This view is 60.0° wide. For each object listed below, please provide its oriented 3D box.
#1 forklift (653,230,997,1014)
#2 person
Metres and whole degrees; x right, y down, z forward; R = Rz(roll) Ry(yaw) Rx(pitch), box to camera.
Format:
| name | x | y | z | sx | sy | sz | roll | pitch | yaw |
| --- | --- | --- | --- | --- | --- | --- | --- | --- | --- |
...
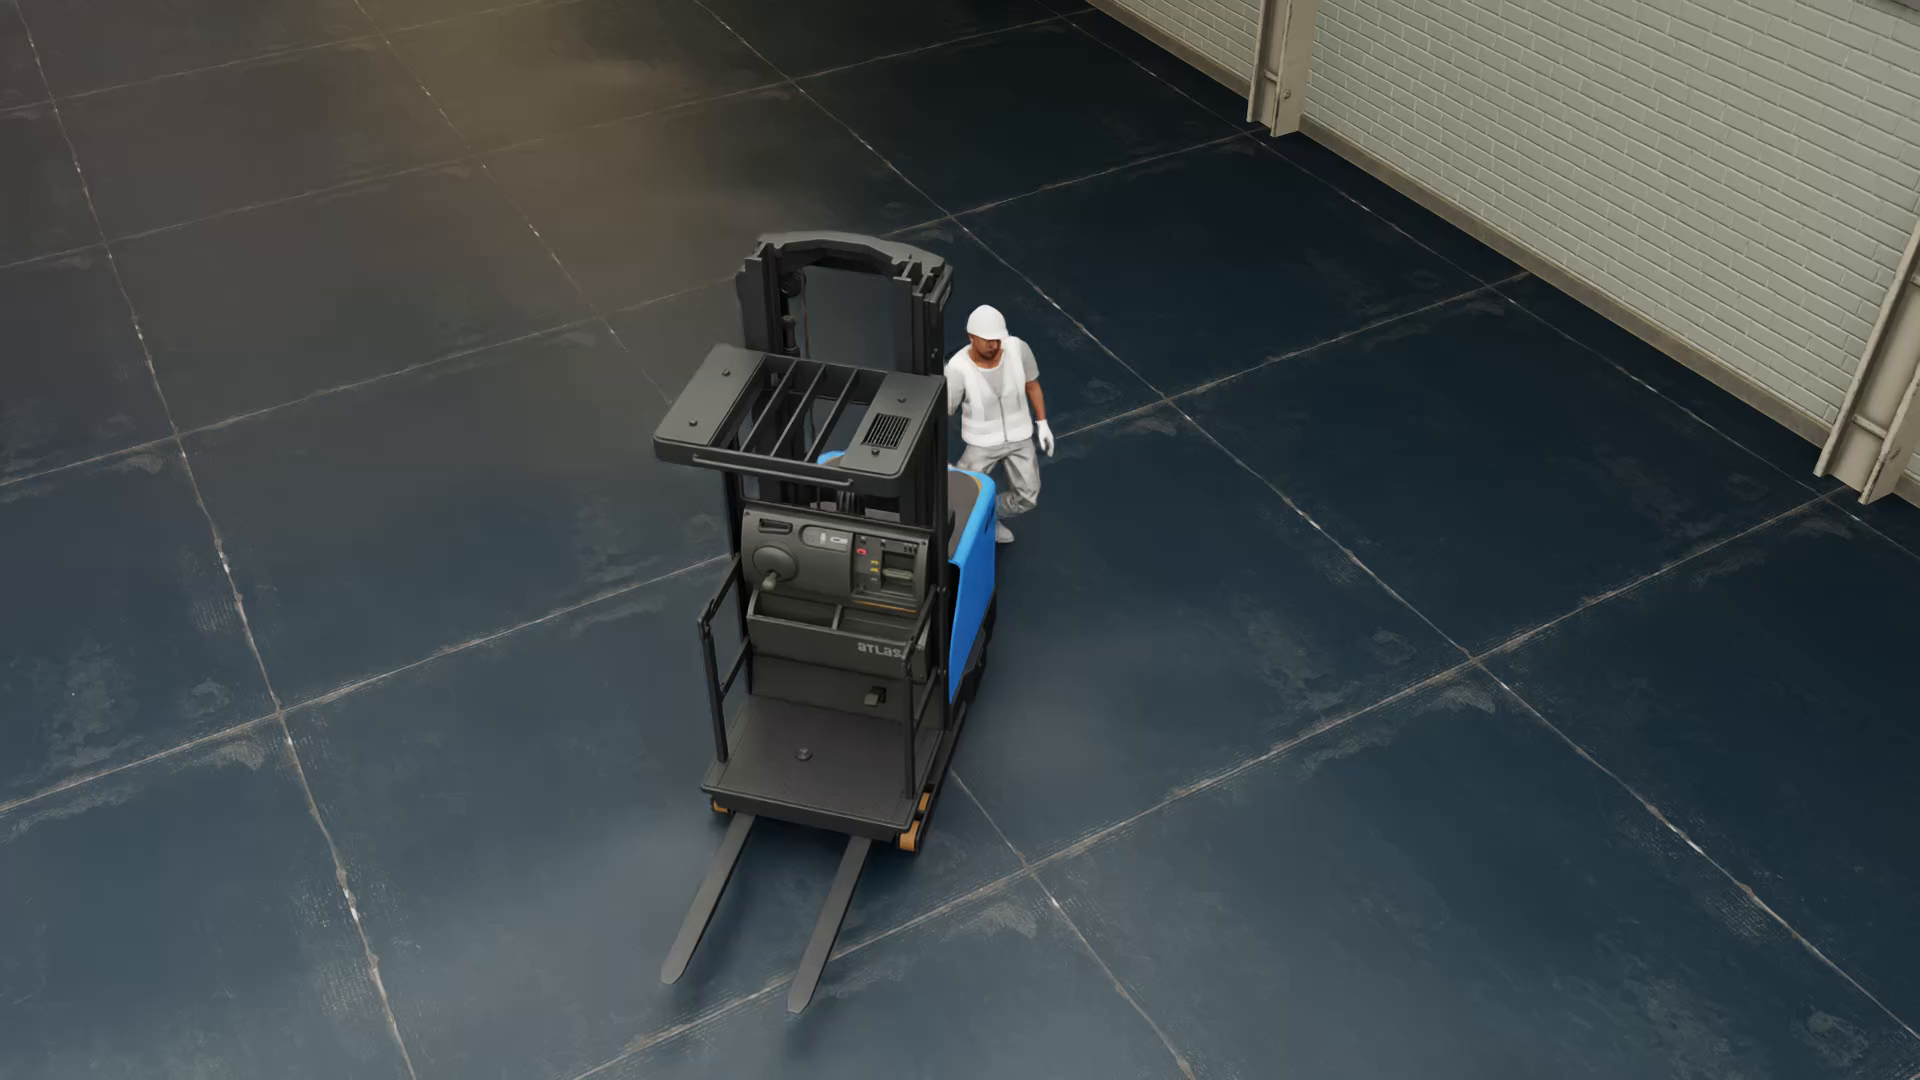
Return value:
| name | x | y | z | sx | sy | sz | roll | pitch | yaw |
| --- | --- | --- | --- | --- | --- | --- | --- | --- | --- |
| forklift | -0.657 | 0.172 | 7.829 | 1.130 | 2.935 | 3.031 | 9 | 41 | 11 |
| person | 0.208 | -0.514 | 9.625 | 0.746 | 1.725 | 0.712 | -12 | 41 | -14 |
